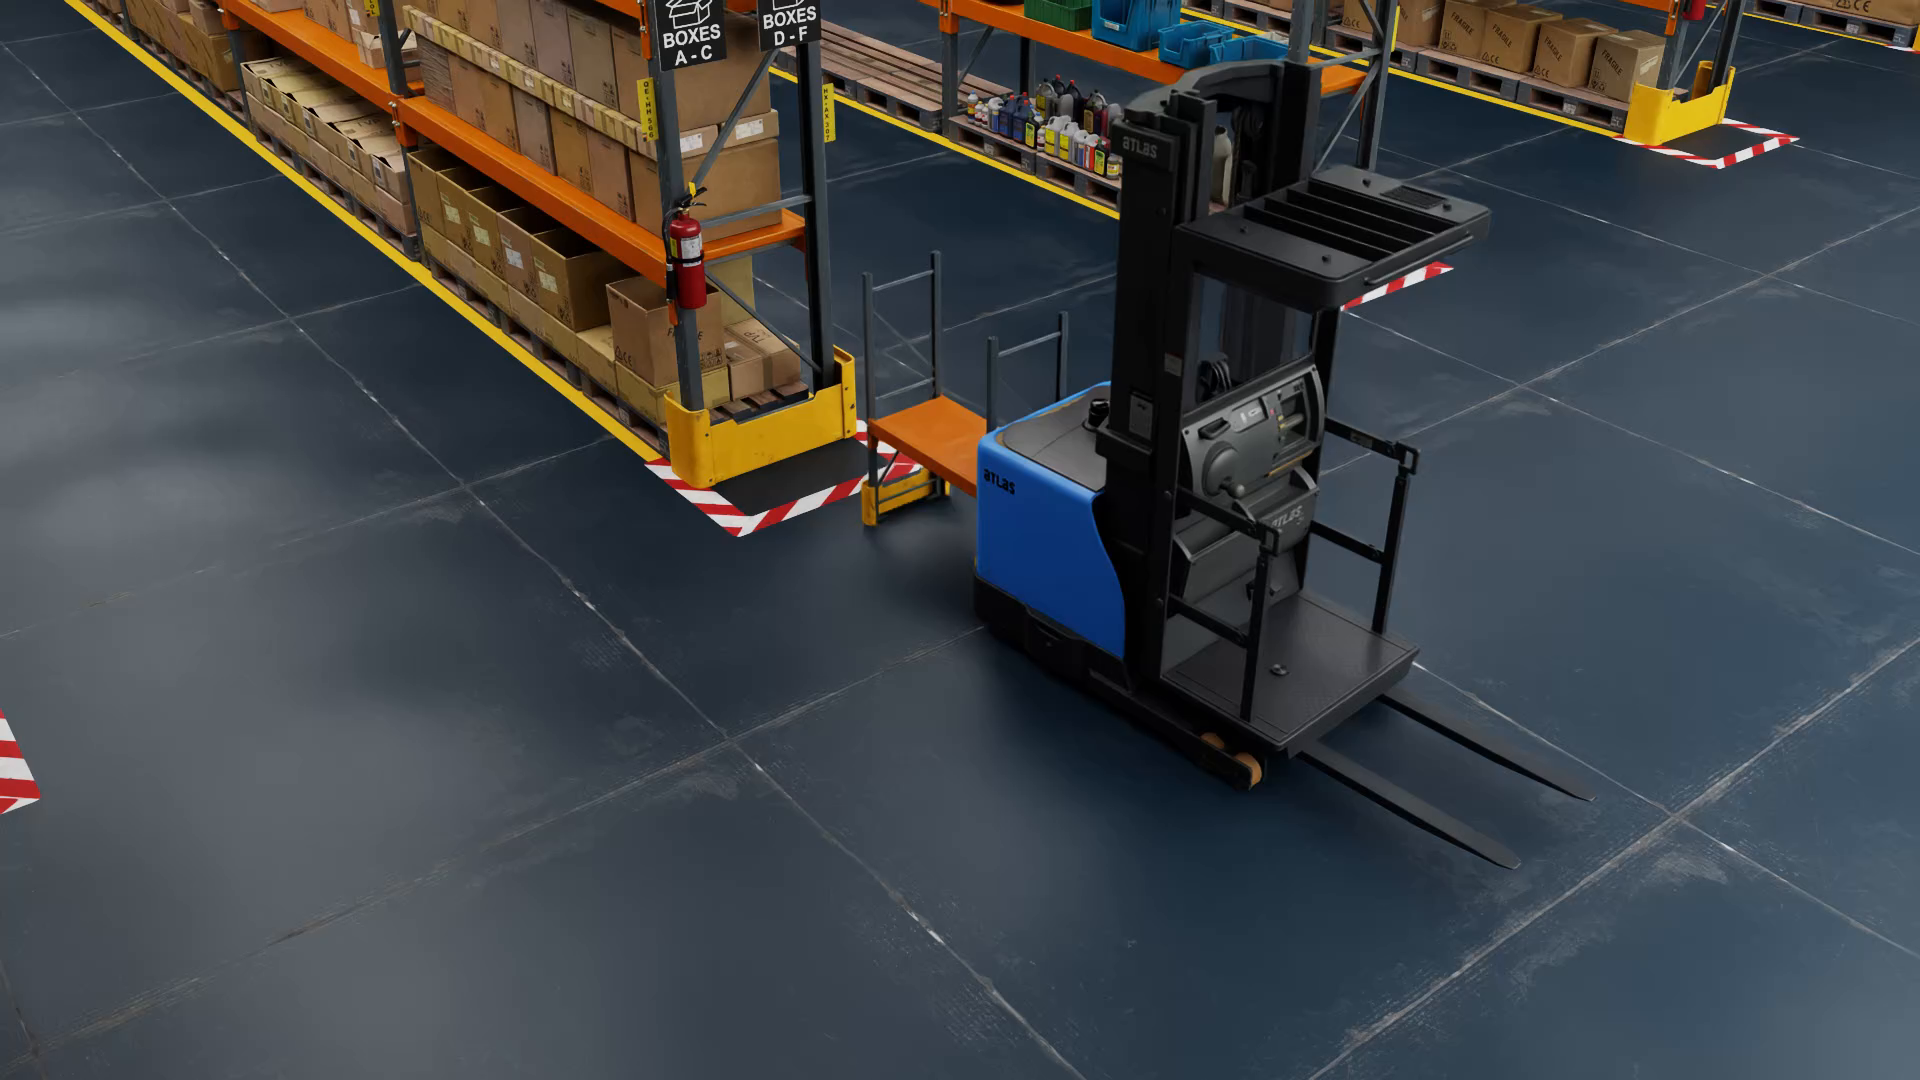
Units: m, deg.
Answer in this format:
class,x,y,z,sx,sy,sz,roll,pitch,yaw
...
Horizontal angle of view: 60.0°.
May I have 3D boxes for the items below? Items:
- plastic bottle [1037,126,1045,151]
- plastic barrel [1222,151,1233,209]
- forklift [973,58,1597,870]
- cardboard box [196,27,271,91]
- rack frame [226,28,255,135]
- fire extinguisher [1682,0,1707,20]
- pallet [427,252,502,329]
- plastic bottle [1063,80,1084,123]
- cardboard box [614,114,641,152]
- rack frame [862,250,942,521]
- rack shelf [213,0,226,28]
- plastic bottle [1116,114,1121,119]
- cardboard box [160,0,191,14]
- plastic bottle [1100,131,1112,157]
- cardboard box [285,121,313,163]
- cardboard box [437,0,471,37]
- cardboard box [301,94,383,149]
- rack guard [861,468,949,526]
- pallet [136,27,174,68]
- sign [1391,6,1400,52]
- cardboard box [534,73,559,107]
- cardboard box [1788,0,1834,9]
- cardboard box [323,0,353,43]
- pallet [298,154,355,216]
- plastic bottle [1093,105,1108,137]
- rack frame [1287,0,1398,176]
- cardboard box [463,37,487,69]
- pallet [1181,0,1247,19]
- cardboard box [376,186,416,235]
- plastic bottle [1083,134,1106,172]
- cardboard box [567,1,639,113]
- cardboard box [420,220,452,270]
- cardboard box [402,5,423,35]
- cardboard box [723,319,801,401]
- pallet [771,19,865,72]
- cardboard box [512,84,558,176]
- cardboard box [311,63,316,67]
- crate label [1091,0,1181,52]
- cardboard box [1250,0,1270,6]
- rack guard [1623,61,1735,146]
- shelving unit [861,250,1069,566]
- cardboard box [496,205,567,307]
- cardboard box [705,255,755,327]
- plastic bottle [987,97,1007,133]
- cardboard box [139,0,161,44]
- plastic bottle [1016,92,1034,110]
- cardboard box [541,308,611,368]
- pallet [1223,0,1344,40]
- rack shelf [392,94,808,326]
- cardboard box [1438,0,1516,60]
class,x,y,z,sx,sy,sz,roll,pitch,yaw
plastic bottle,0.705,-3.422,14.152,0.097,0.201,0.097,0,32,0
plastic barrel,2.256,-2.803,12.880,0.421,0.512,0.421,0,32,0
forklift,1.440,-0.433,7.169,1.130,2.935,3.031,-26,40,-35
cardboard box,-6.860,-4.604,15.772,0.500,0.500,0.500,-21,37,-30
rack frame,-6.101,-5.165,14.723,1.000,3.000,0.127,-22,38,-31
fire extinguisher,6.339,-4.805,14.216,0.296,0.674,0.183,-22,38,-31
pallet,-3.193,-1.968,12.219,1.003,0.211,1.213,-22,38,-31
plastic bottle,1.008,-3.905,14.789,0.144,0.351,0.185,-24,39,-34
cardboard box,-1.741,-2.355,9.489,0.380,0.149,0.250,-21,38,-30
rack frame,-0.308,-0.825,9.157,0.500,1.500,0.032,-23,39,-32
rack shelf,-7.327,-5.693,16.255,1.077,0.370,4.000,-22,38,-31
plastic bottle,1.396,-3.598,14.435,0.097,0.201,0.097,0,32,0
cardboard box,-7.528,-5.369,16.294,0.500,0.250,0.500,-23,39,-32
plastic bottle,1.199,-3.237,13.776,0.061,0.283,0.133,-22,38,-31
cardboard box,-5.379,-3.438,14.151,0.500,0.250,0.500,-23,39,-33
cardboard box,-3.060,-3.698,11.037,0.700,0.500,0.500,-22,38,-32
cardboard box,-5.056,-3.457,13.649,0.500,0.311,0.500,-23,38,-32
rack guard,-0.307,-0.294,9.486,0.587,0.250,0.087,-23,39,-32
pallet,-8.025,-5.321,17.617,1.003,0.211,1.213,-22,38,-31
sign,3.157,-3.726,12.143,0.100,0.325,0.005,-22,38,-31
cardboard box,-2.375,-2.786,10.182,0.380,0.149,0.250,-21,38,-30
cardboard box,9.603,-6.500,18.488,0.875,0.875,0.875,-23,39,-32
cardboard box,-4.736,-4.294,13.226,0.500,0.500,0.500,-22,38,-31
pallet,-4.883,-3.117,14.068,1.003,0.211,1.213,-22,38,-31
plastic bottle,1.218,-3.638,14.423,0.061,0.283,0.133,-22,38,-31
rack frame,2.720,-3.432,11.933,1.000,3.000,0.127,-22,38,-31
cardboard box,-3.009,-3.216,10.875,0.380,0.149,0.250,-24,39,-33
pallet,2.949,-6.350,19.273,1.003,0.211,1.213,-22,38,-31
cardboard box,-4.131,-2.587,12.781,0.500,0.250,0.500,-23,38,-32
plastic bottle,1.115,-3.199,13.722,0.152,0.276,0.135,-22,38,-31
cardboard box,-1.830,-2.863,9.692,0.700,0.500,0.500,-23,39,-33
cardboard box,-3.603,-2.217,12.184,0.500,0.250,0.500,-22,38,-31
cardboard box,-3.636,-3.641,11.560,0.380,0.149,0.250,-22,38,-31
cardboard box,-1.348,-1.137,10.445,0.500,0.250,0.500,-22,38,-31
pallet,-1.741,-5.246,17.496,1.003,0.211,1.213,-22,38,-31
cardboard box,-2.422,-2.716,10.686,0.700,0.500,0.500,-21,38,-30
cardboard box,-5.585,-4.275,14.966,0.500,0.311,0.500,-21,38,-30
crate label,1.378,-4.126,13.017,0.502,0.435,0.616,-22,38,-31
cardboard box,3.543,-6.294,18.493,0.700,0.500,0.500,-23,38,-32
rack guard,6.586,-4.004,15.223,1.175,0.500,0.348,-22,38,-31
shelving unit,0.007,-0.621,8.828,0.587,1.500,1.083,-23,39,-32
cardboard box,-2.689,-1.908,10.976,0.500,0.500,0.500,-22,38,-31
cardboard box,-1.656,-1.663,10.582,0.500,0.500,0.500,-22,38,-31
plastic bottle,0.336,-3.728,14.574,0.152,0.276,0.135,-21,37,-30
cardboard box,-8.113,-5.458,17.147,0.500,0.500,0.500,-22,38,-31
plastic bottle,0.548,-3.736,14.517,0.144,0.351,0.185,-22,38,-31
cardboard box,-2.381,-1.381,10.839,0.500,0.250,0.500,-22,38,-31
pallet,3.701,-5.841,18.454,1.003,0.211,1.213,-22,38,-31
rack shelf,-2.421,-2.359,10.887,1.077,0.370,4.000,-22,38,-31
cardboard box,5.193,-5.169,16.700,0.500,0.500,0.500,-26,40,-35
